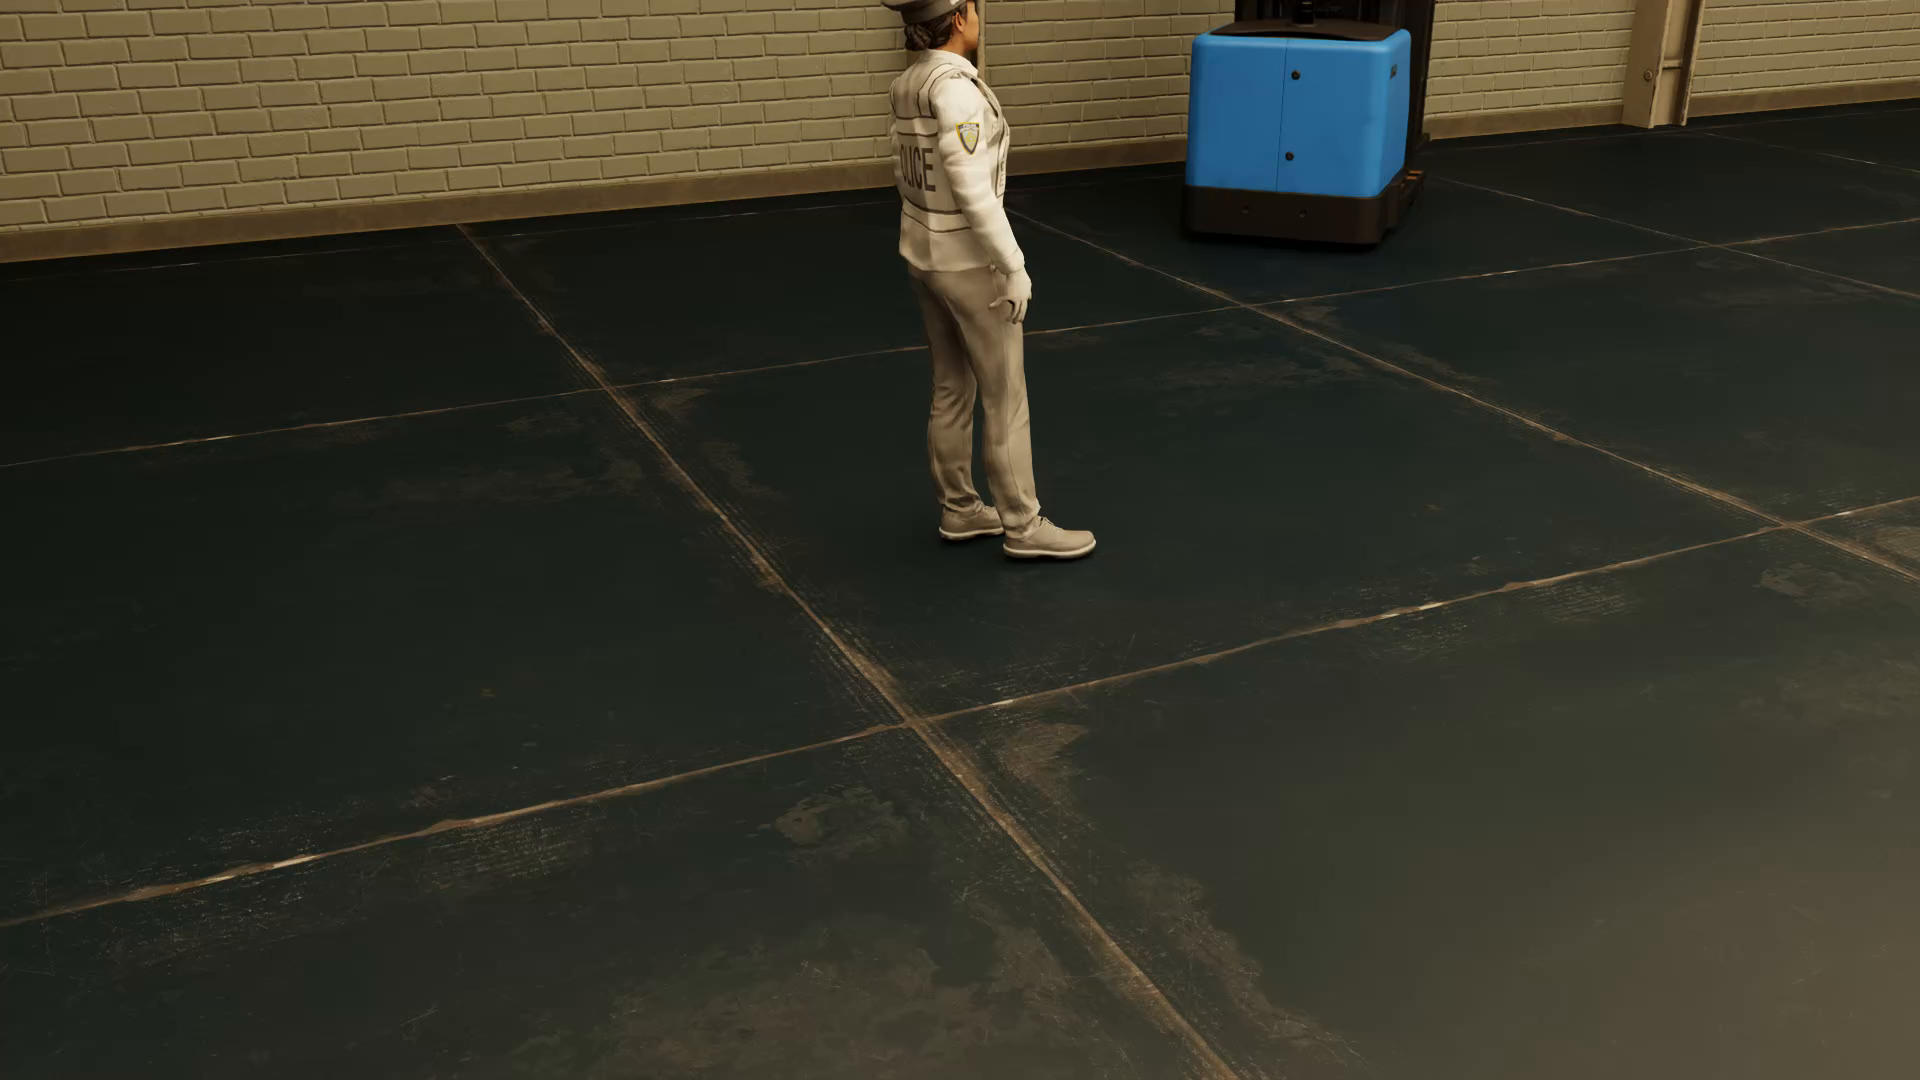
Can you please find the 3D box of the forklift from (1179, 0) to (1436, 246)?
[{"bbox_3d":[2.197,-3.418,9.513,1.130,2.935,3.031,9,24,20],"label":"forklift"}]

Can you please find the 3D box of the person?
[{"bbox_3d":[0.065,-0.798,4.800,0.531,1.695,0.588,-10,25,-23],"label":"person"}]
